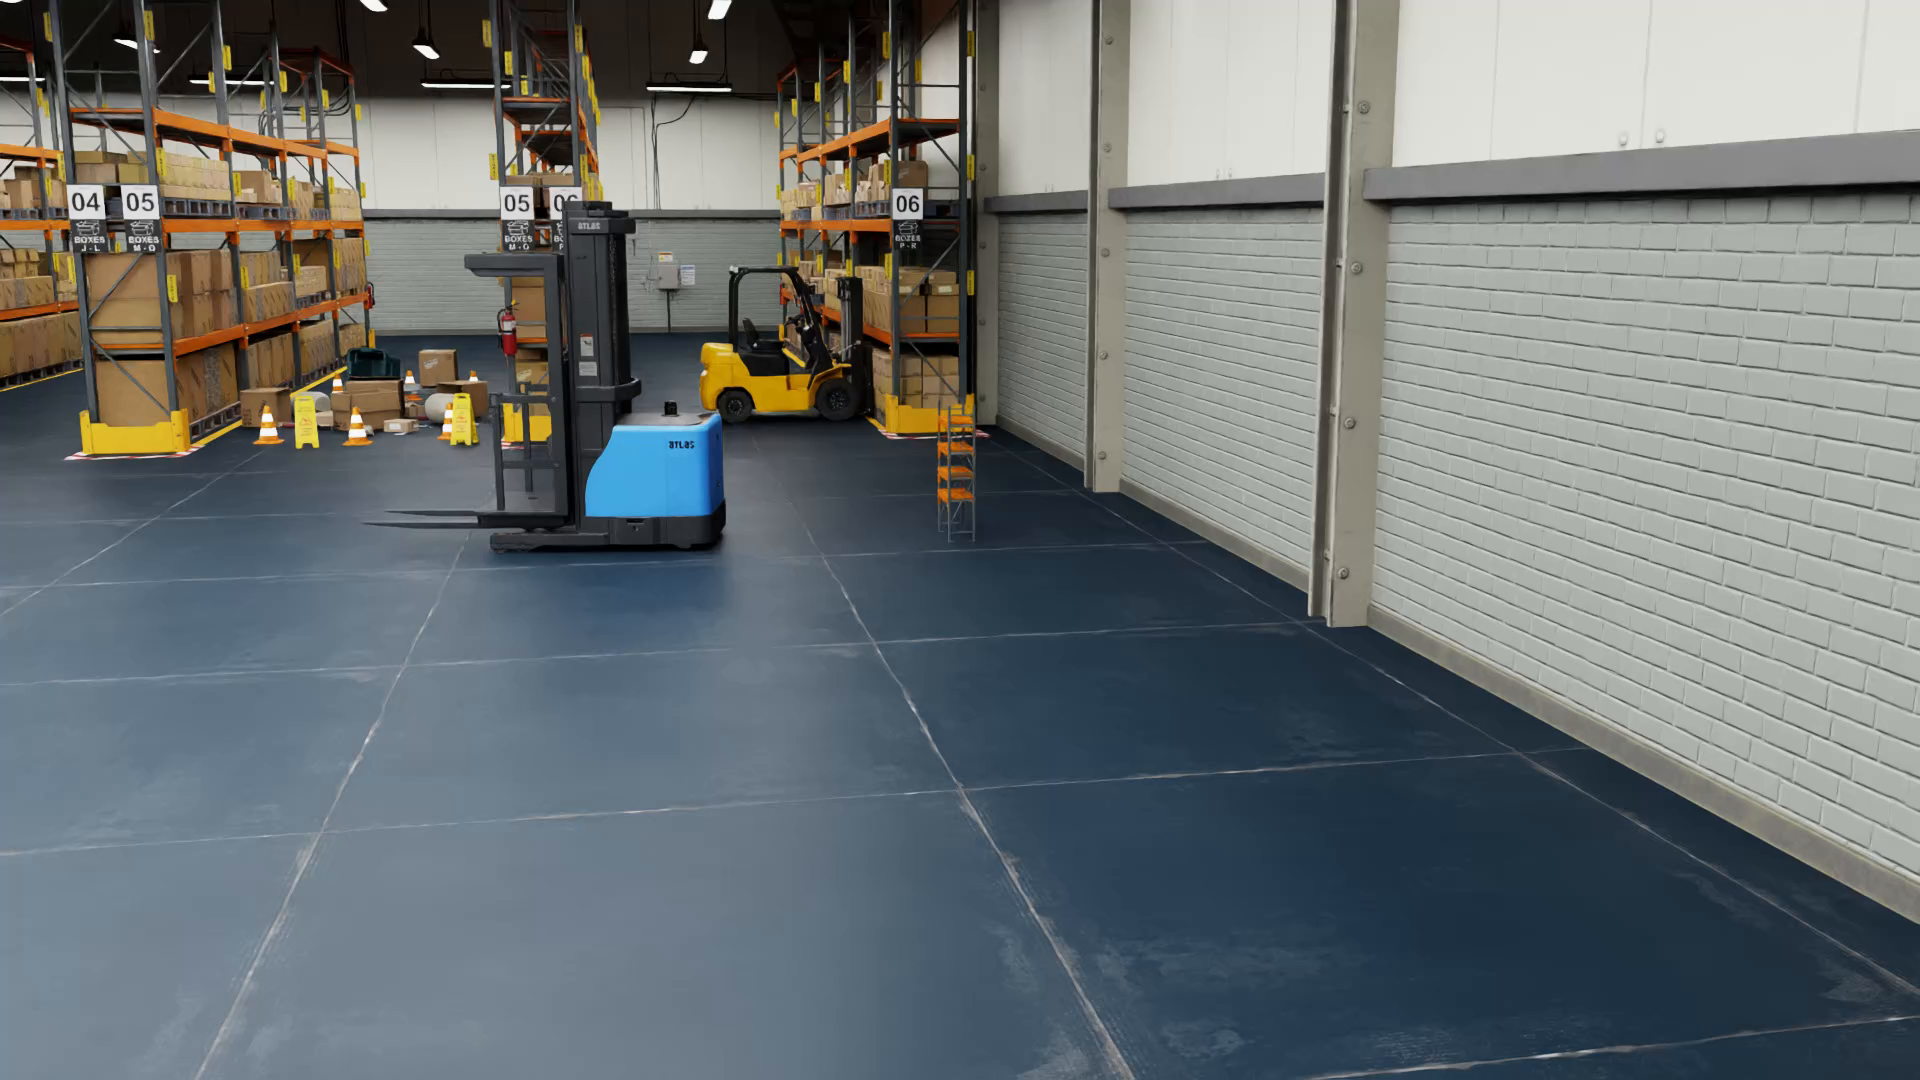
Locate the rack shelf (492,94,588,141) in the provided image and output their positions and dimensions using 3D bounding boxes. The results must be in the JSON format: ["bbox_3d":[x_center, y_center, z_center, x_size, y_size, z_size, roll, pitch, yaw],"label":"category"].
[{"bbox_3d":[-5.666,-5.728,22.658,1.077,0.370,4.000,-2,11,-11],"label":"rack shelf"}]

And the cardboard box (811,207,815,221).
[{"bbox_3d":[-2.499,-6.087,31.033,0.500,0.250,0.500,-2,11,-11],"label":"cardboard box"}]

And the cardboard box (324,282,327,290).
[{"bbox_3d":[-12.175,-4.789,31.384,0.380,0.149,0.250,-2,11,-12],"label":"cardboard box"}]

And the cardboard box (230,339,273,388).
[{"bbox_3d":[-11.284,-2.693,25.718,1.050,0.750,0.750,-2,11,-11],"label":"cardboard box"}]

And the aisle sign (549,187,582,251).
[{"bbox_3d":[-4.961,-4.046,20.981,0.394,0.787,0.004,-2,11,-11],"label":"aisle sign"}]

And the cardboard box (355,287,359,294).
[{"bbox_3d":[-12.736,-5.194,34.635,0.380,0.149,0.250,-2,11,-9],"label":"cardboard box"}]

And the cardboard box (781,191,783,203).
[{"bbox_3d":[-3.681,-7.586,36.777,0.500,0.250,0.500,-2,11,-12],"label":"cardboard box"}]

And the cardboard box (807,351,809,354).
[{"bbox_3d":[-2.756,-3.936,32.914,0.500,0.500,0.500,-2,11,-12],"label":"cardboard box"}]

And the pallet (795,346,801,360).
[{"bbox_3d":[-2.875,-3.907,34.662,1.003,0.211,1.213,-2,11,-11],"label":"pallet"}]

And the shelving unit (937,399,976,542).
[{"bbox_3d":[-0.032,-0.620,14.744,0.258,1.200,0.503,-2,11,-11],"label":"shelving unit"}]

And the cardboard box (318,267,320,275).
[{"bbox_3d":[-12.076,-4.984,30.815,0.380,0.149,0.250,-2,11,-13],"label":"cardboard box"}]

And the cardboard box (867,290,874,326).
[{"bbox_3d":[-1.062,-3.362,24.069,0.500,0.500,0.500,-2,11,-11],"label":"cardboard box"}]

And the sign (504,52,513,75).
[{"bbox_3d":[-6.598,-6.966,24.304,0.100,0.325,0.005,-2,11,-11],"label":"sign"}]

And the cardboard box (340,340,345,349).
[{"bbox_3d":[-12.203,-3.802,32.354,0.380,0.149,0.250,-2,11,-8],"label":"cardboard box"}]

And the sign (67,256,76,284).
[{"bbox_3d":[-10.648,-3.239,19.960,0.100,0.325,0.005,-2,11,-11],"label":"sign"}]

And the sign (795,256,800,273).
[{"bbox_3d":[-3.274,-5.556,33.547,0.100,0.325,0.005,-2,11,-11],"label":"sign"}]

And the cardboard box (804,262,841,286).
[{"bbox_3d":[-2.615,-5.071,31.927,0.700,0.500,0.500,-2,11,-11],"label":"cardboard box"}]

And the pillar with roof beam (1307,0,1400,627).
[{"bbox_3d":[-1.549,-3.701,10.073,9.100,9.000,0.400,-2,11,-11],"label":"pillar with roof beam"}]

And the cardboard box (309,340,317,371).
[{"bbox_3d":[-11.657,-3.248,29.299,0.500,0.500,0.500,-2,11,-10],"label":"cardboard box"}]

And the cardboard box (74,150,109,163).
[{"bbox_3d":[-10.511,-4.618,20.061,0.380,0.149,0.250,-2,11,-10],"label":"cardboard box"}]

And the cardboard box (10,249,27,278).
[{"bbox_3d":[-17.077,-4.909,29.513,0.797,0.503,0.637,-2,11,-10],"label":"cardboard box"}]

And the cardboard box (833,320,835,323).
[{"bbox_3d":[-2.332,-4.343,33.321,0.380,0.149,0.250,-2,11,-11],"label":"cardboard box"}]

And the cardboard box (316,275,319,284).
[{"bbox_3d":[-12.020,-4.791,30.599,0.380,0.149,0.250,-2,11,-13],"label":"cardboard box"}]

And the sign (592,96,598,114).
[{"bbox_3d":[-7.081,-8.437,32.247,0.100,0.325,0.005,-2,11,-11],"label":"sign"}]

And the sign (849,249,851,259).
[{"bbox_3d":[-2.199,-5.741,33.741,0.100,0.325,0.005,-2,11,-11],"label":"sign"}]

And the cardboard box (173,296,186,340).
[{"bbox_3d":[-10.358,-2.811,21.042,0.875,0.550,0.550,-2,11,-11],"label":"cardboard box"}]

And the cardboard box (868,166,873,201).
[{"bbox_3d":[-0.911,-5.103,23.795,0.797,0.503,0.637,-2,11,-9],"label":"cardboard box"}]

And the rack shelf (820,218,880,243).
[{"bbox_3d":[-1.576,-5.171,27.745,1.077,0.370,4.000,-2,11,-11],"label":"rack shelf"}]

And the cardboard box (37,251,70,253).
[{"bbox_3d":[-18.077,-5.500,33.171,0.500,0.500,0.500,-2,11,-13],"label":"cardboard box"}]

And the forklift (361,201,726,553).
[{"bbox_3d":[-3.630,-1.431,14.376,3.031,2.935,1.130,0,11,-1],"label":"forklift"}]

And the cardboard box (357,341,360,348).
[{"bbox_3d":[-12.630,-4.038,34.390,0.380,0.149,0.250,-3,11,-14],"label":"cardboard box"}]

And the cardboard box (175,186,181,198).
[{"bbox_3d":[-9.964,-4.344,20.754,0.380,0.149,0.250,-2,11,-11],"label":"cardboard box"}]

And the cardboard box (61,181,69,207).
[{"bbox_3d":[-17.605,-6.729,32.348,0.700,0.500,0.500,-2,11,-9],"label":"cardboard box"}]

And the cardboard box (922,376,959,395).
[{"bbox_3d":[-0.297,-2.145,22.840,0.500,0.250,0.500,-2,11,-10],"label":"cardboard box"}]

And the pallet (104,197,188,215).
[{"bbox_3d":[-10.267,-4.137,20.622,1.003,0.211,1.213,-2,11,-11],"label":"pallet"}]

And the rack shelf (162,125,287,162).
[{"bbox_3d":[-11.280,-6.068,25.506,1.077,0.370,4.000,-2,11,-11],"label":"rack shelf"}]

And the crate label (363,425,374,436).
[{"bbox_3d":[-7.862,-1.434,21.866,0.250,0.136,0.298,-9,14,-40],"label":"crate label"}]

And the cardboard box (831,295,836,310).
[{"bbox_3d":[-1.918,-4.067,28.444,0.500,0.250,0.500,-2,11,-13],"label":"cardboard box"}]

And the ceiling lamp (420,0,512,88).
[{"bbox_3d":[-11.289,-11.923,37.658,2.000,3.185,0.800,-2,11,-11],"label":"ceiling lamp"}]

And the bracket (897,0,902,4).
[{"bbox_3d":[-0.590,-8.362,24.937,0.076,0.066,4.783,-2,11,-11],"label":"bracket"}]

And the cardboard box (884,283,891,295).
[{"bbox_3d":[-0.830,-3.418,22.627,0.380,0.149,0.250,-2,11,-10],"label":"cardboard box"}]

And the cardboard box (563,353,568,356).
[{"bbox_3d":[-5.363,-2.344,23.213,0.500,0.500,0.500,-2,11,-10],"label":"cardboard box"}]

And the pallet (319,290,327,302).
[{"bbox_3d":[-12.441,-4.532,30.998,1.003,0.211,1.213,-2,11,-11],"label":"pallet"}]

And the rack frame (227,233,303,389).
[{"bbox_3d":[-11.669,-4.038,27.890,1.000,3.000,0.127,-2,11,-11],"label":"rack frame"}]

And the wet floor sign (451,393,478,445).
[{"bbox_3d":[-6.290,-1.539,21.057,0.267,0.644,0.232,2,11,9],"label":"wet floor sign"}]

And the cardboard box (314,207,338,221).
[{"bbox_3d":[-12.278,-6.266,31.974,0.500,0.250,0.500,-2,11,-8],"label":"cardboard box"}]

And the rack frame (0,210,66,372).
[{"bbox_3d":[-17.332,-4.610,30.894,1.000,3.000,0.127,-2,11,-11],"label":"rack frame"}]

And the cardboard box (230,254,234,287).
[{"bbox_3d":[-10.993,-3.936,24.410,0.700,0.500,0.500,-2,11,-12],"label":"cardboard box"}]

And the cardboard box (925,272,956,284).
[{"bbox_3d":[-0.265,-3.534,22.443,0.380,0.149,0.250,-2,11,-12],"label":"cardboard box"}]
